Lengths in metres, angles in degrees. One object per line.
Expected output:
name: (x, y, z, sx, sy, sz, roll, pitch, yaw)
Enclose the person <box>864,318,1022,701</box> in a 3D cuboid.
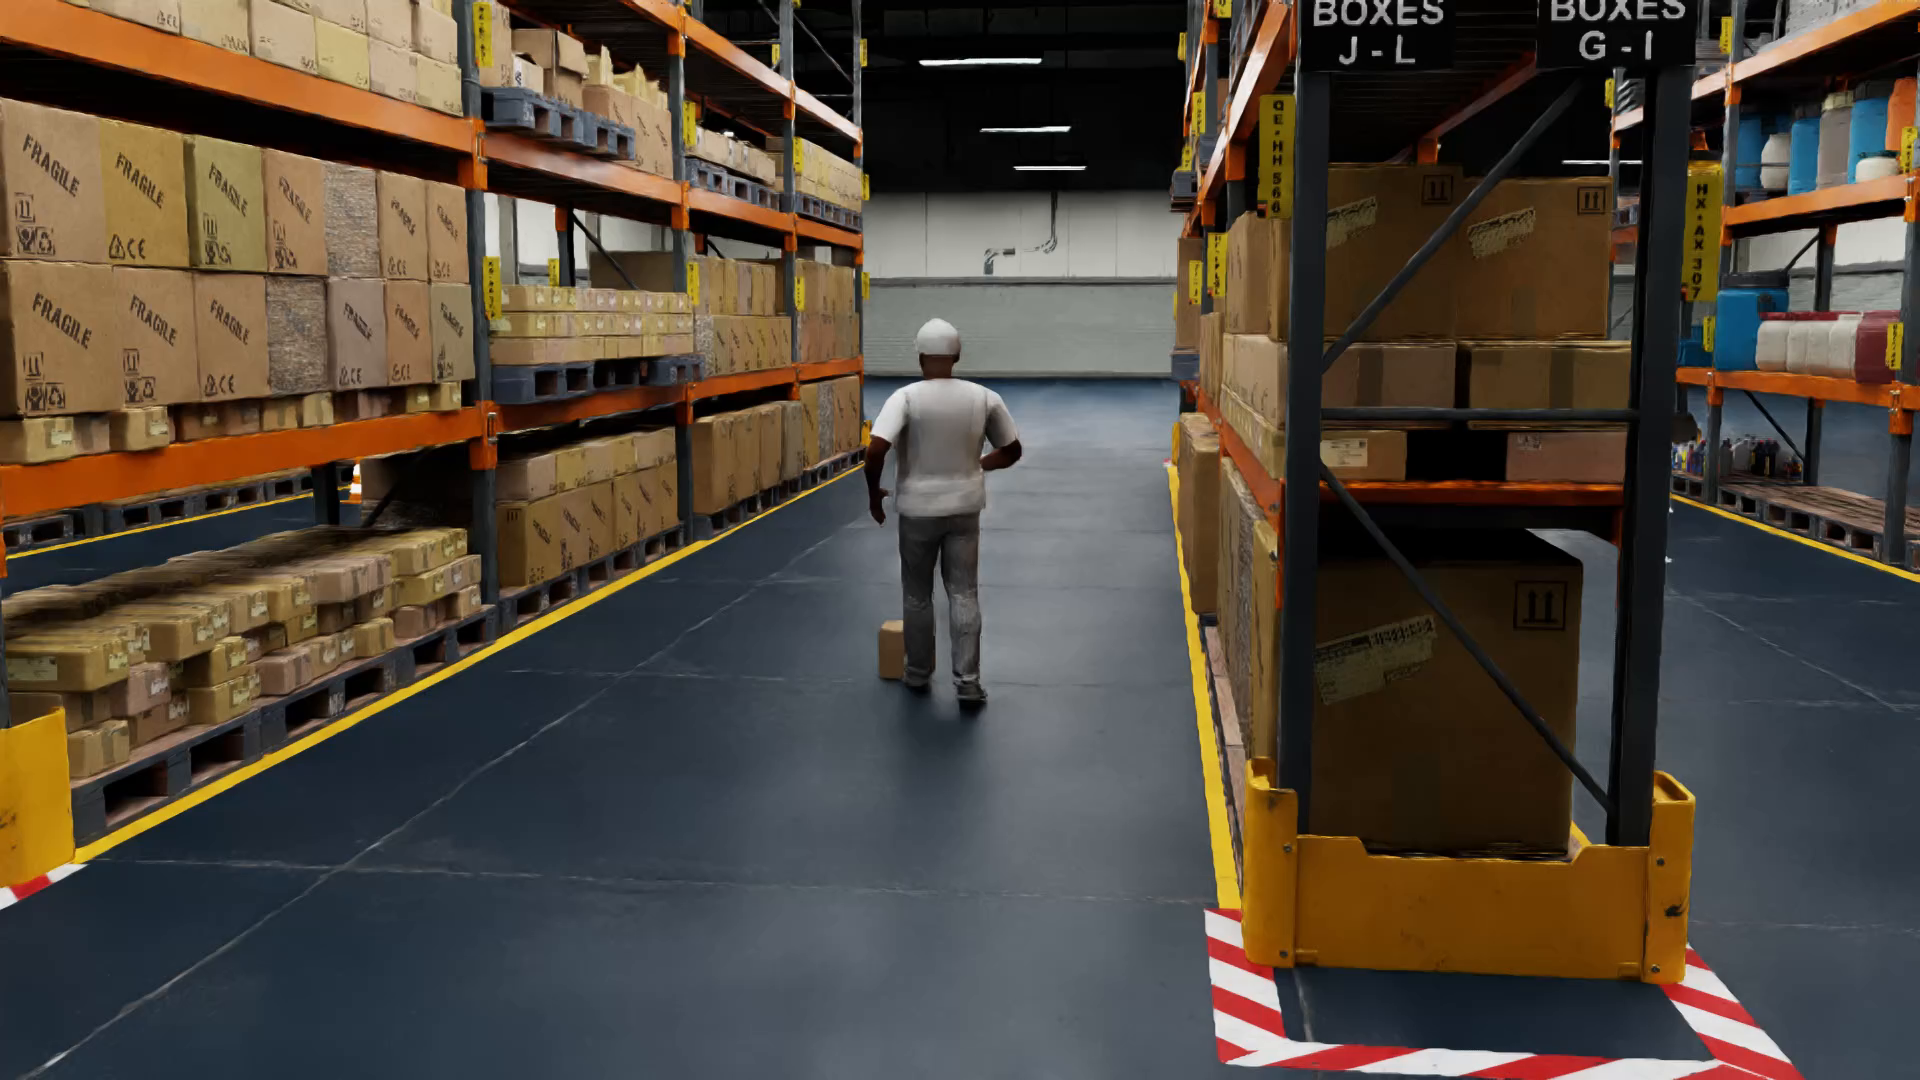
person: (-0.119, -0.143, 7.765, 0.750, 1.763, 0.739, -2, 8, -12)
